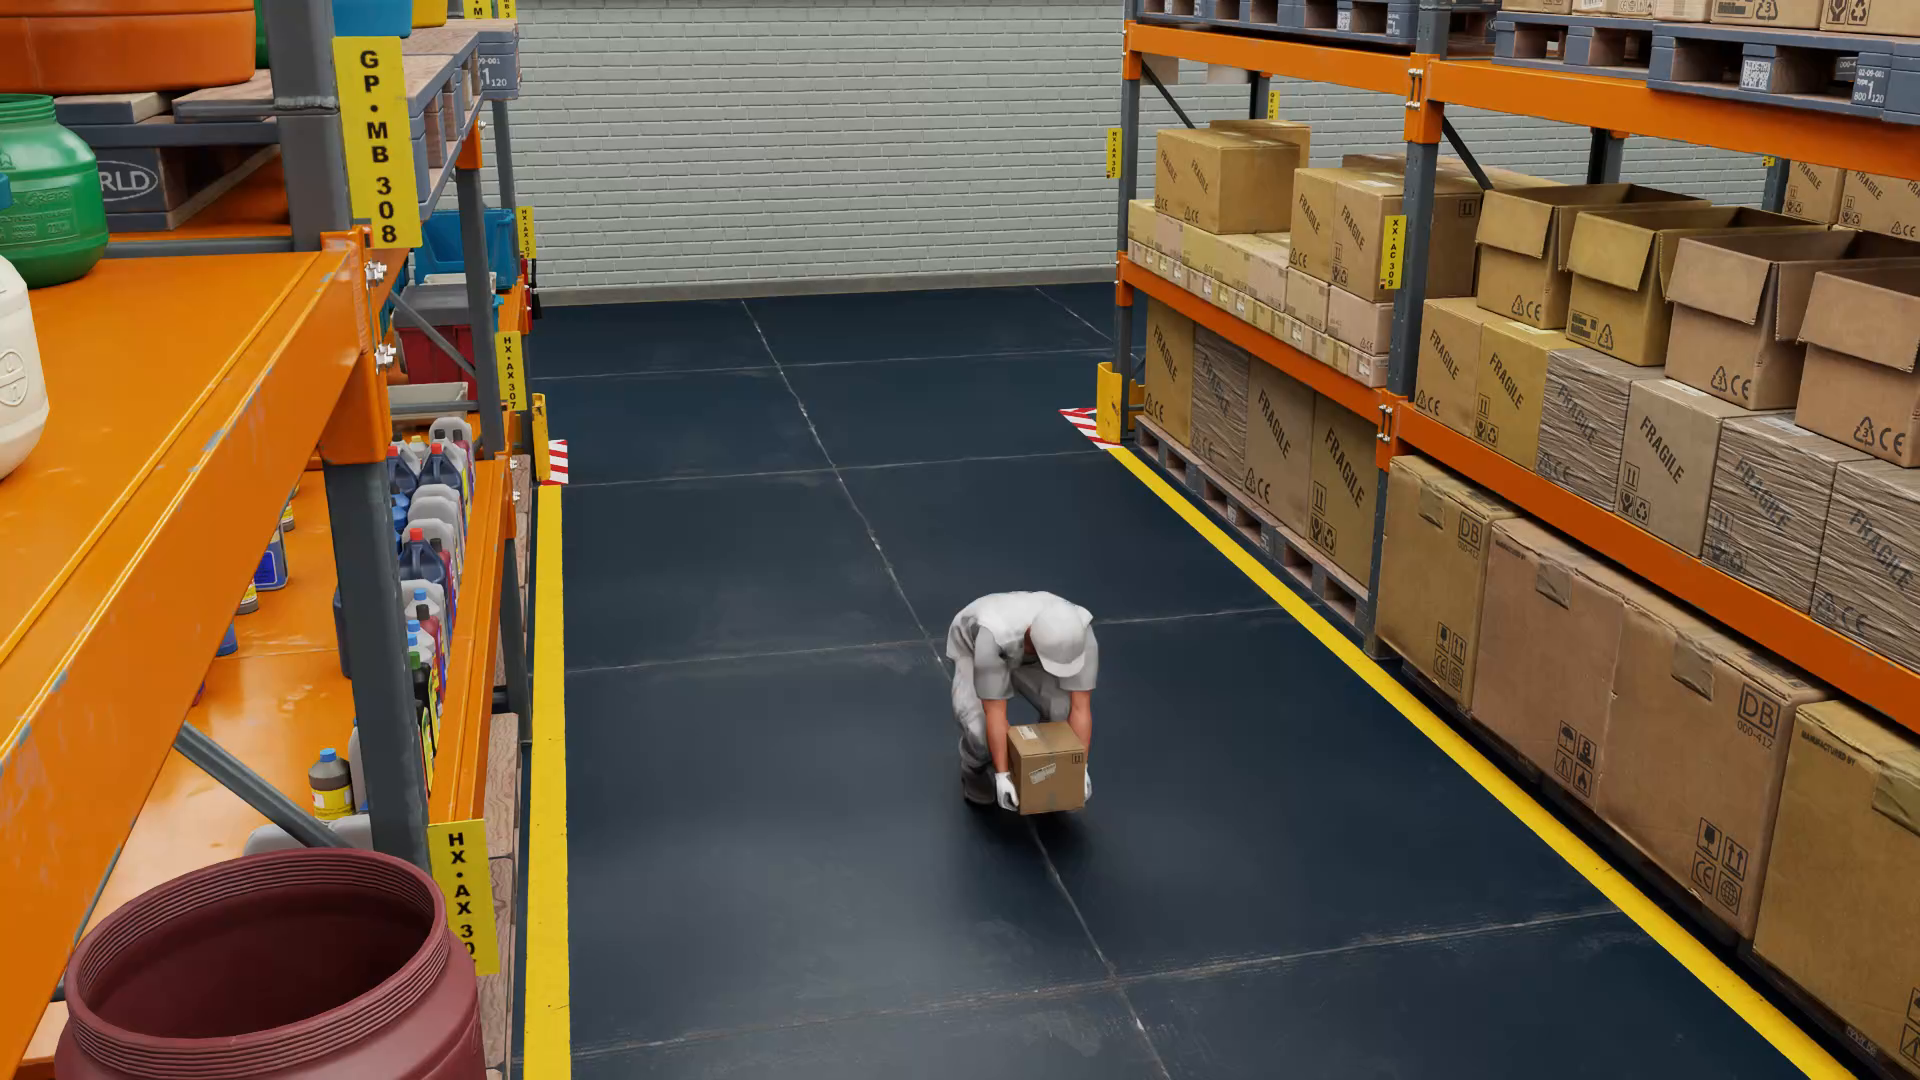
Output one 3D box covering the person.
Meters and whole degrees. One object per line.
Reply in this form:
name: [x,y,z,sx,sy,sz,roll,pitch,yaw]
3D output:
person: [0.241,0.597,6.545,0.535,0.993,0.902,-5,20,-14]
